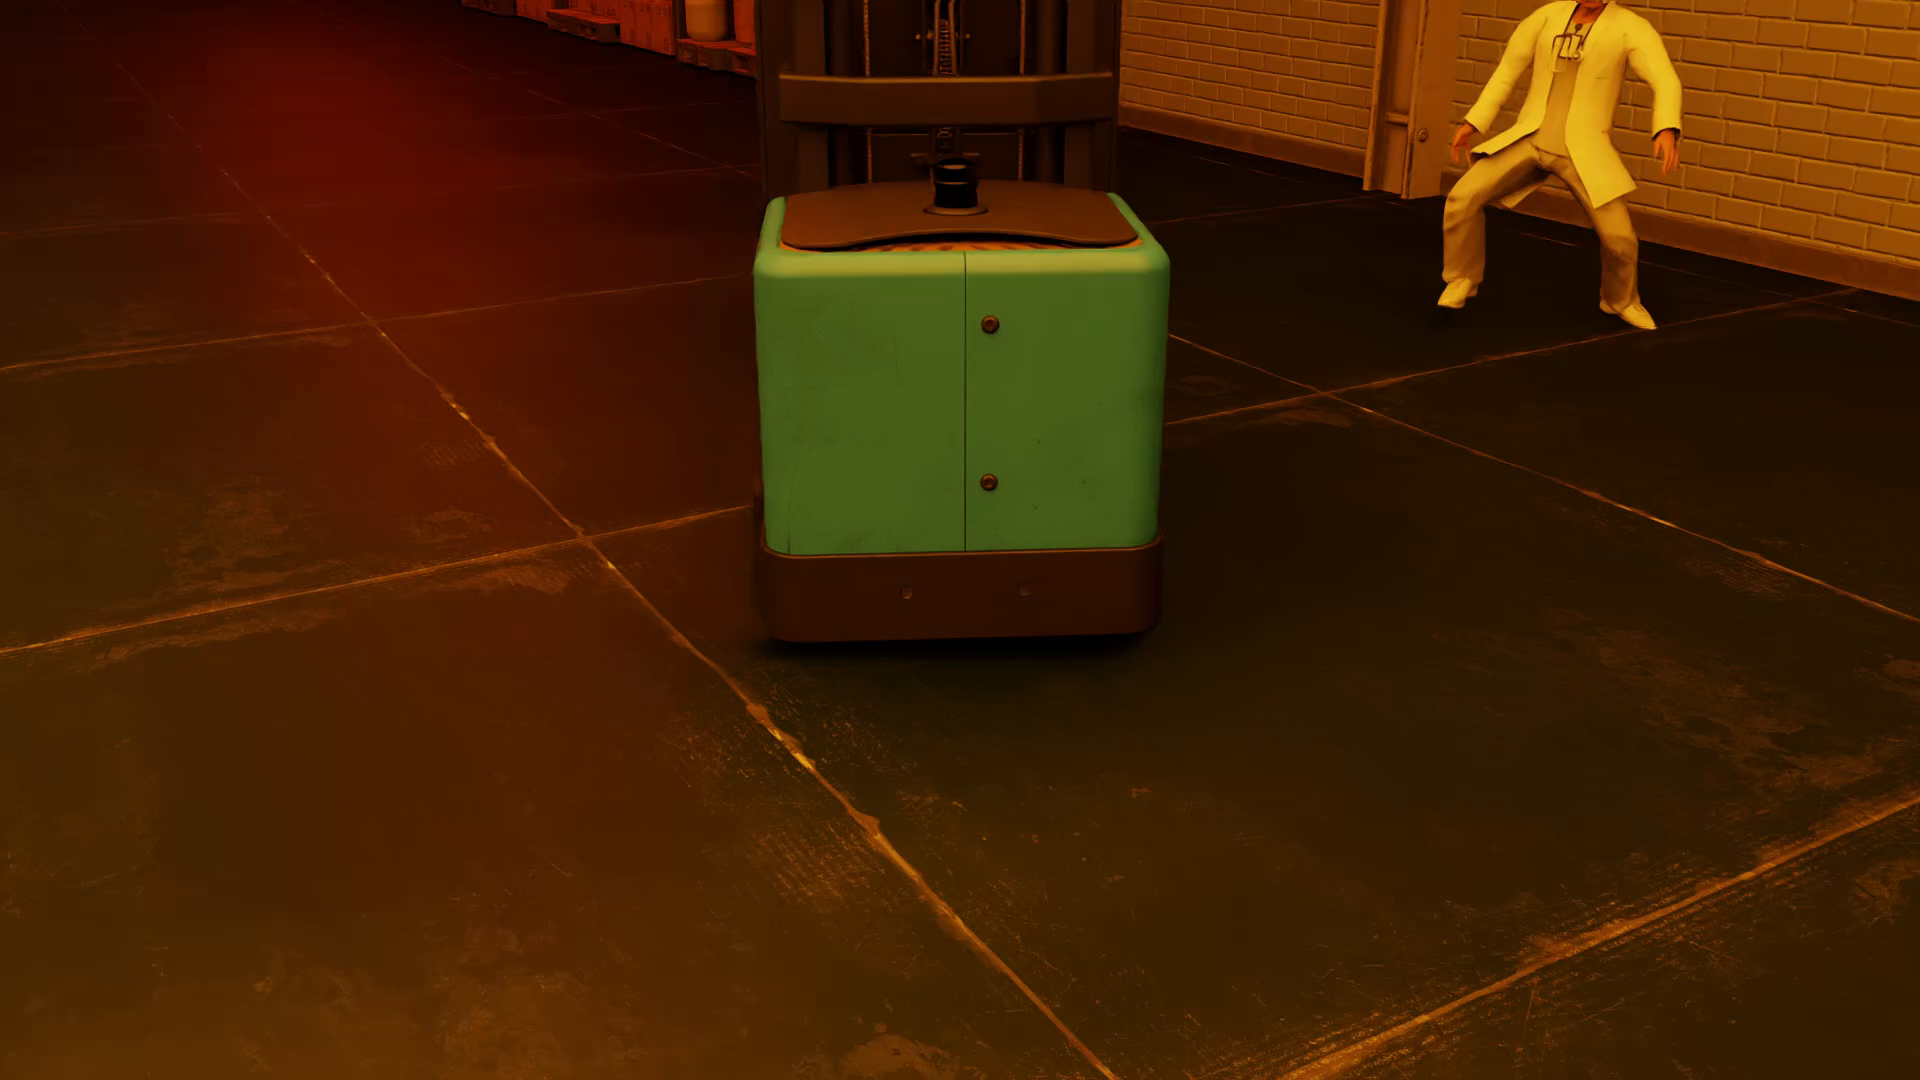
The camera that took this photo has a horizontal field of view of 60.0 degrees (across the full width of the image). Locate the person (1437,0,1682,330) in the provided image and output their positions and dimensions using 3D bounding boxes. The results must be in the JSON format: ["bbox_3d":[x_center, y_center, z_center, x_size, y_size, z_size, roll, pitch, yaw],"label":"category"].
[{"bbox_3d":[2.681,-1.737,7.275,1.004,1.644,0.744,16,27,34],"label":"person"}]

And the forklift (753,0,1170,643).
[{"bbox_3d":[-0.082,-1.607,5.190,1.130,2.935,3.031,-1,22,-3],"label":"forklift"}]
